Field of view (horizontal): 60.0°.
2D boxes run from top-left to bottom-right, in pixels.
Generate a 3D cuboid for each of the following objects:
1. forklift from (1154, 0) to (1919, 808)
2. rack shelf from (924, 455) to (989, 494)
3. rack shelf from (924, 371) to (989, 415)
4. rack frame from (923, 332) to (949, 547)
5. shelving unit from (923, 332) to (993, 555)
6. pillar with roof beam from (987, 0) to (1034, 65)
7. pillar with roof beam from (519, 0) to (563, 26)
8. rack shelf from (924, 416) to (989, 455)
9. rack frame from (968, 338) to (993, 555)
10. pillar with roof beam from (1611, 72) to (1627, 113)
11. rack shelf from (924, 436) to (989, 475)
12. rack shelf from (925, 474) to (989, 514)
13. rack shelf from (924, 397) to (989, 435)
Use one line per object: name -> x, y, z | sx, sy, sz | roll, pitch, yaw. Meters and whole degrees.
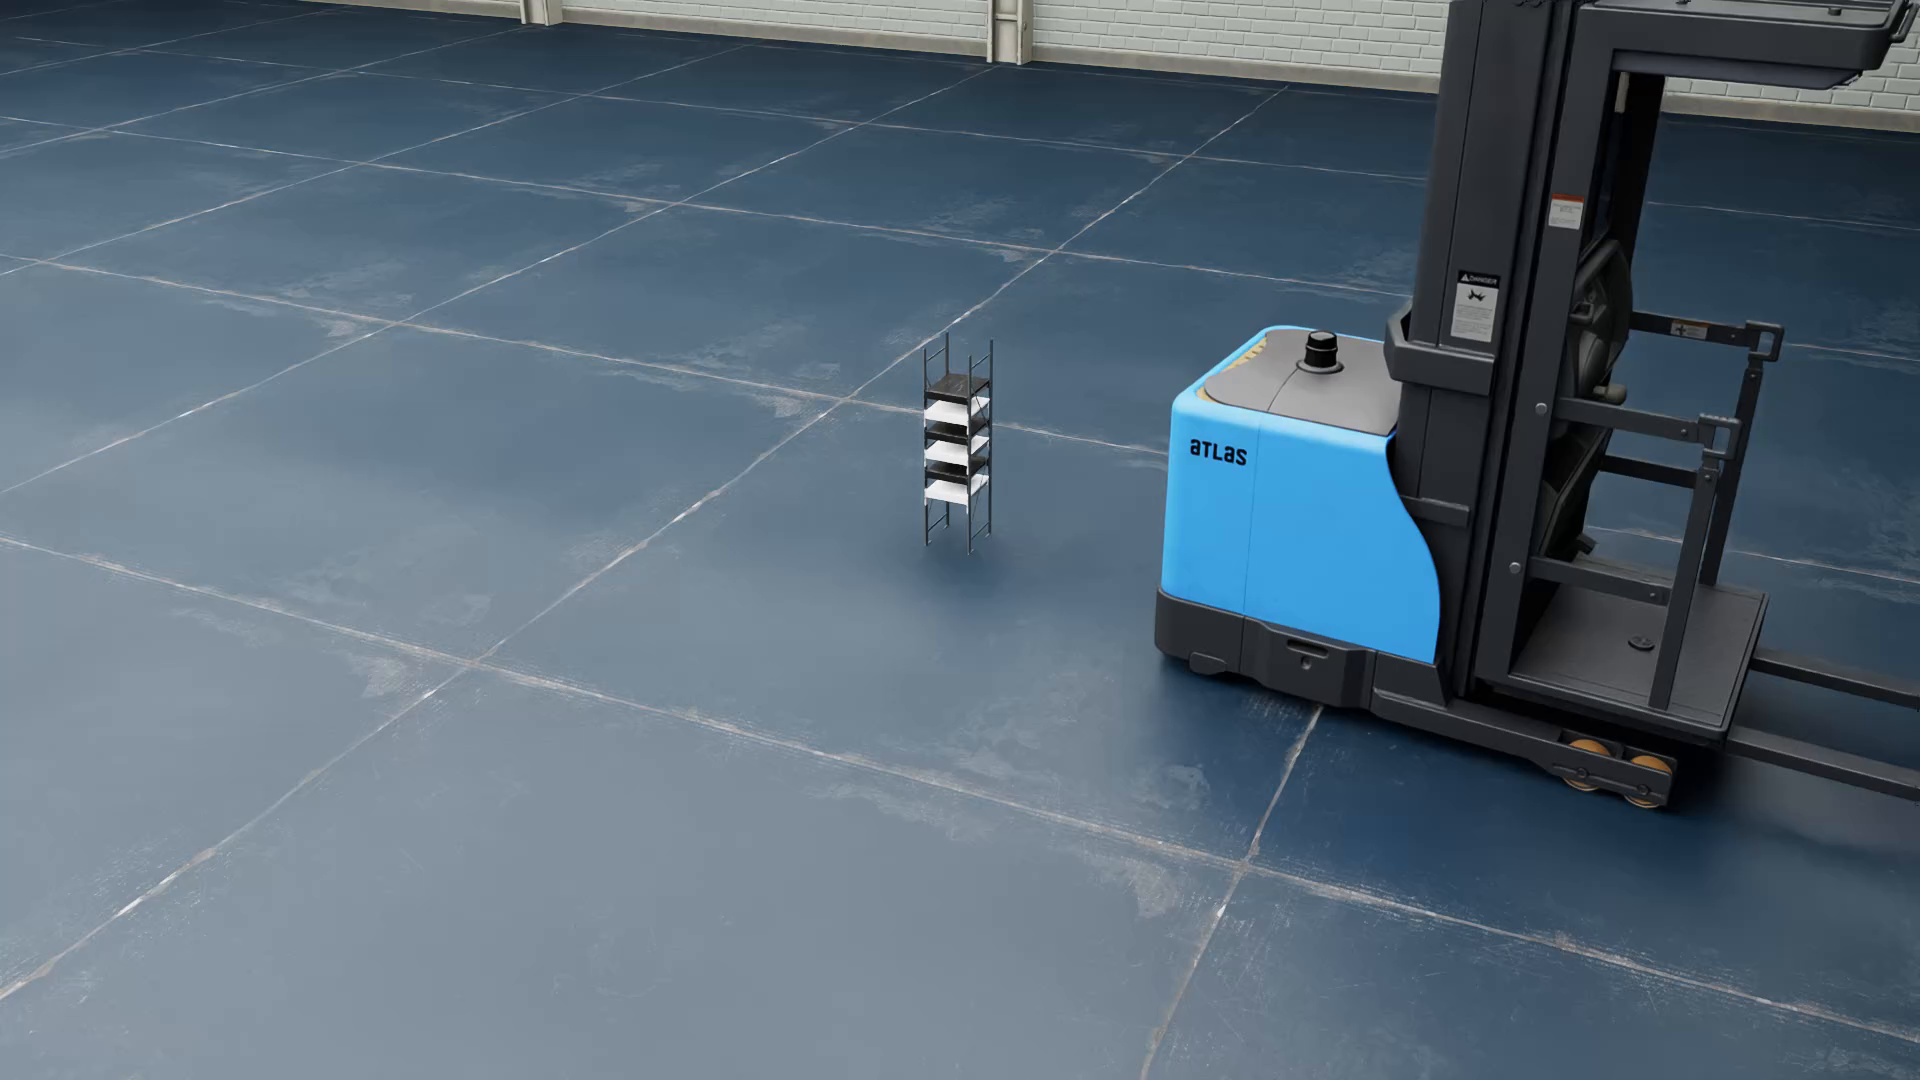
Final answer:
forklift -> 2.266, -0.704, 5.361 | 3.031, 2.935, 1.130 | 15, 30, 27
rack shelf -> -0.007, -0.295, 7.109 | 0.200, 0.077, 0.258 | 11, 28, 22
rack shelf -> -0.007, -0.618, 6.950 | 0.200, 0.077, 0.258 | 11, 28, 22
rack frame -> -0.100, -0.424, 7.092 | 0.006, 0.900, 0.240 | 11, 28, 22
shelving unit -> -0.007, -0.405, 7.054 | 0.210, 0.900, 0.258 | 11, 28, 22
pillar with roof beam -> -1.260, -7.342, 11.974 | 0.400, 9.000, 9.100 | 11, 28, 22
pillar with roof beam -> -6.722, -8.439, 14.203 | 0.400, 9.000, 9.100 | 11, 28, 22
rack shelf -> -0.007, -0.456, 7.029 | 0.200, 0.077, 0.258 | 11, 28, 22
rack frame -> 0.085, -0.387, 7.017 | 0.006, 0.900, 0.240 | 11, 28, 22
pillar with roof beam -> 4.202, -6.245, 9.746 | 0.400, 9.000, 9.100 | 11, 28, 22
rack shelf -> -0.007, -0.375, 7.069 | 0.200, 0.077, 0.258 | 11, 28, 22
rack shelf -> -0.007, -0.214, 7.148 | 0.200, 0.077, 0.258 | 11, 28, 22
rack shelf -> -0.007, -0.537, 6.989 | 0.200, 0.077, 0.258 | 11, 28, 22
